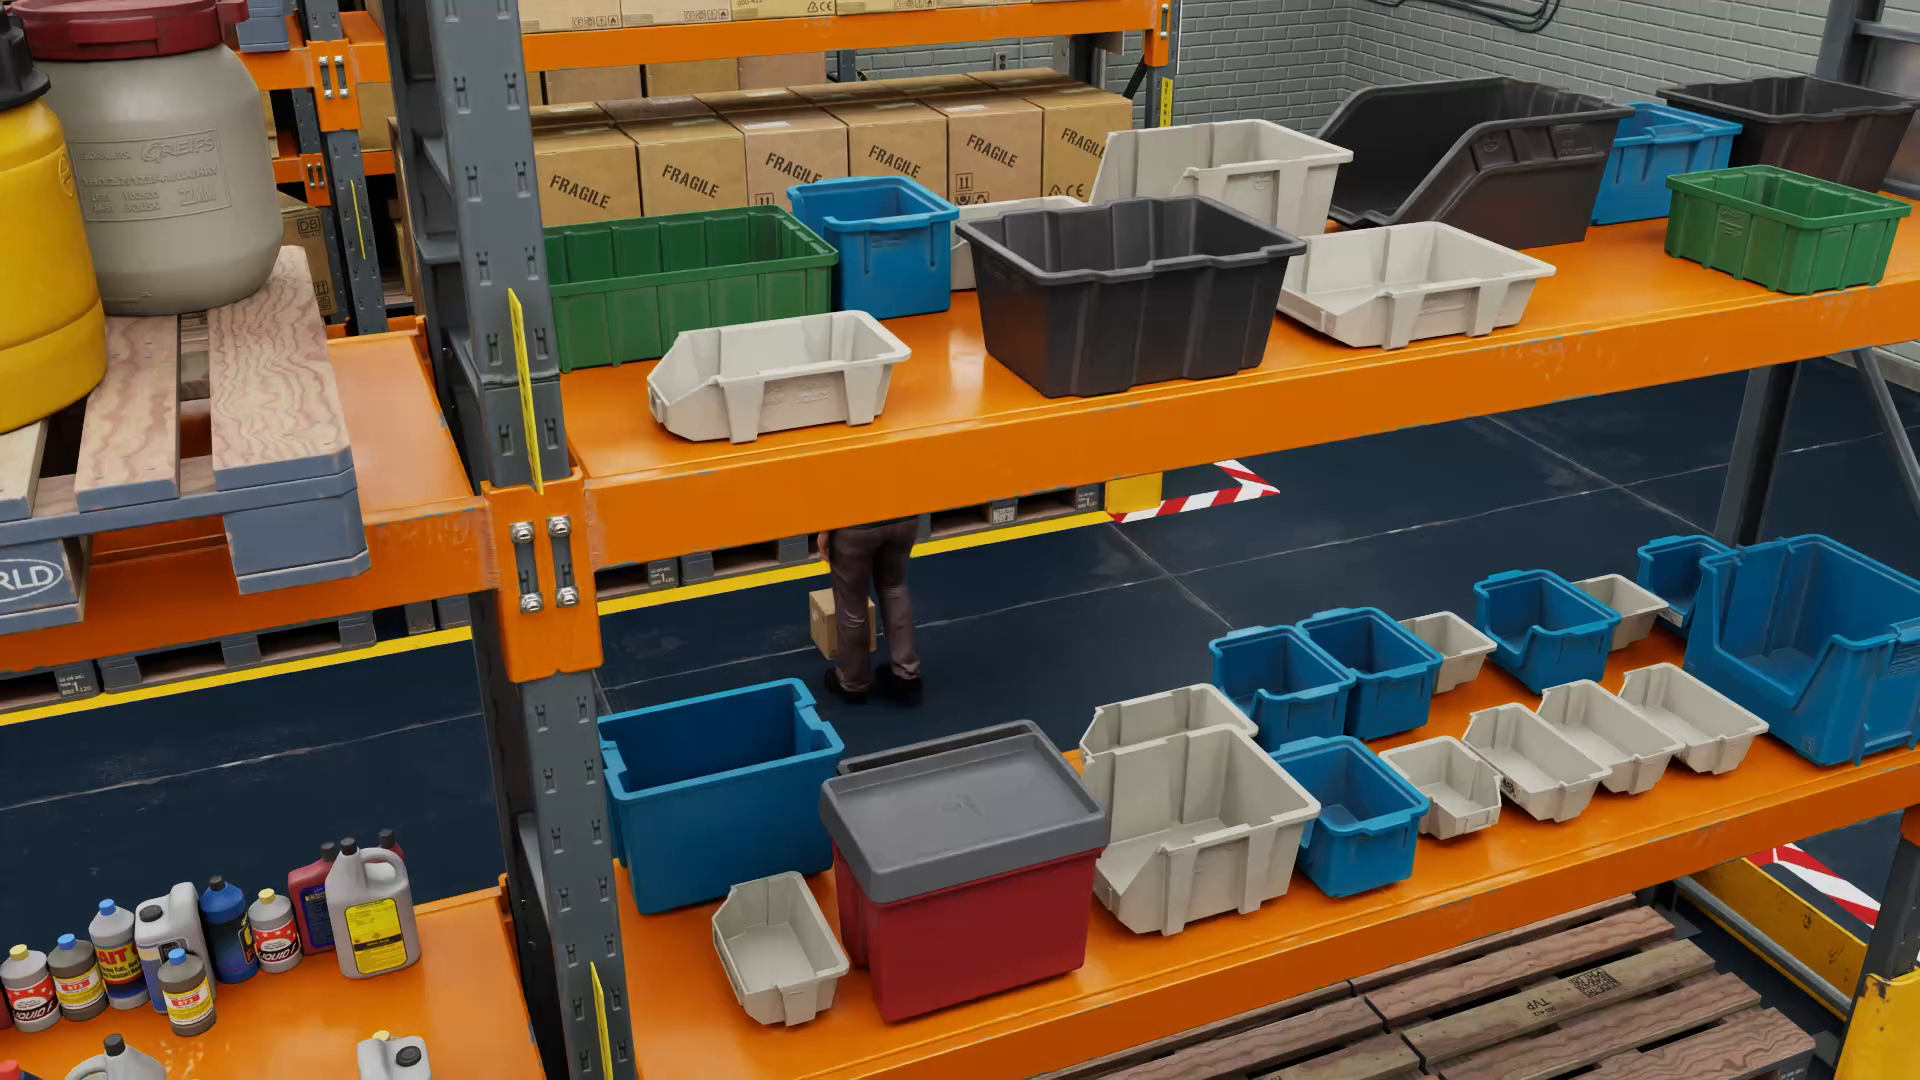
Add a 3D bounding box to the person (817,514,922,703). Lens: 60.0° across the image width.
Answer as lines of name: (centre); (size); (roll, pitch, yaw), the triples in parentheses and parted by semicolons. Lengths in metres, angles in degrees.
person: (-0.393, -0.081, 7.288); (0.552, 1.731, 0.463); (-14, 29, -27)
